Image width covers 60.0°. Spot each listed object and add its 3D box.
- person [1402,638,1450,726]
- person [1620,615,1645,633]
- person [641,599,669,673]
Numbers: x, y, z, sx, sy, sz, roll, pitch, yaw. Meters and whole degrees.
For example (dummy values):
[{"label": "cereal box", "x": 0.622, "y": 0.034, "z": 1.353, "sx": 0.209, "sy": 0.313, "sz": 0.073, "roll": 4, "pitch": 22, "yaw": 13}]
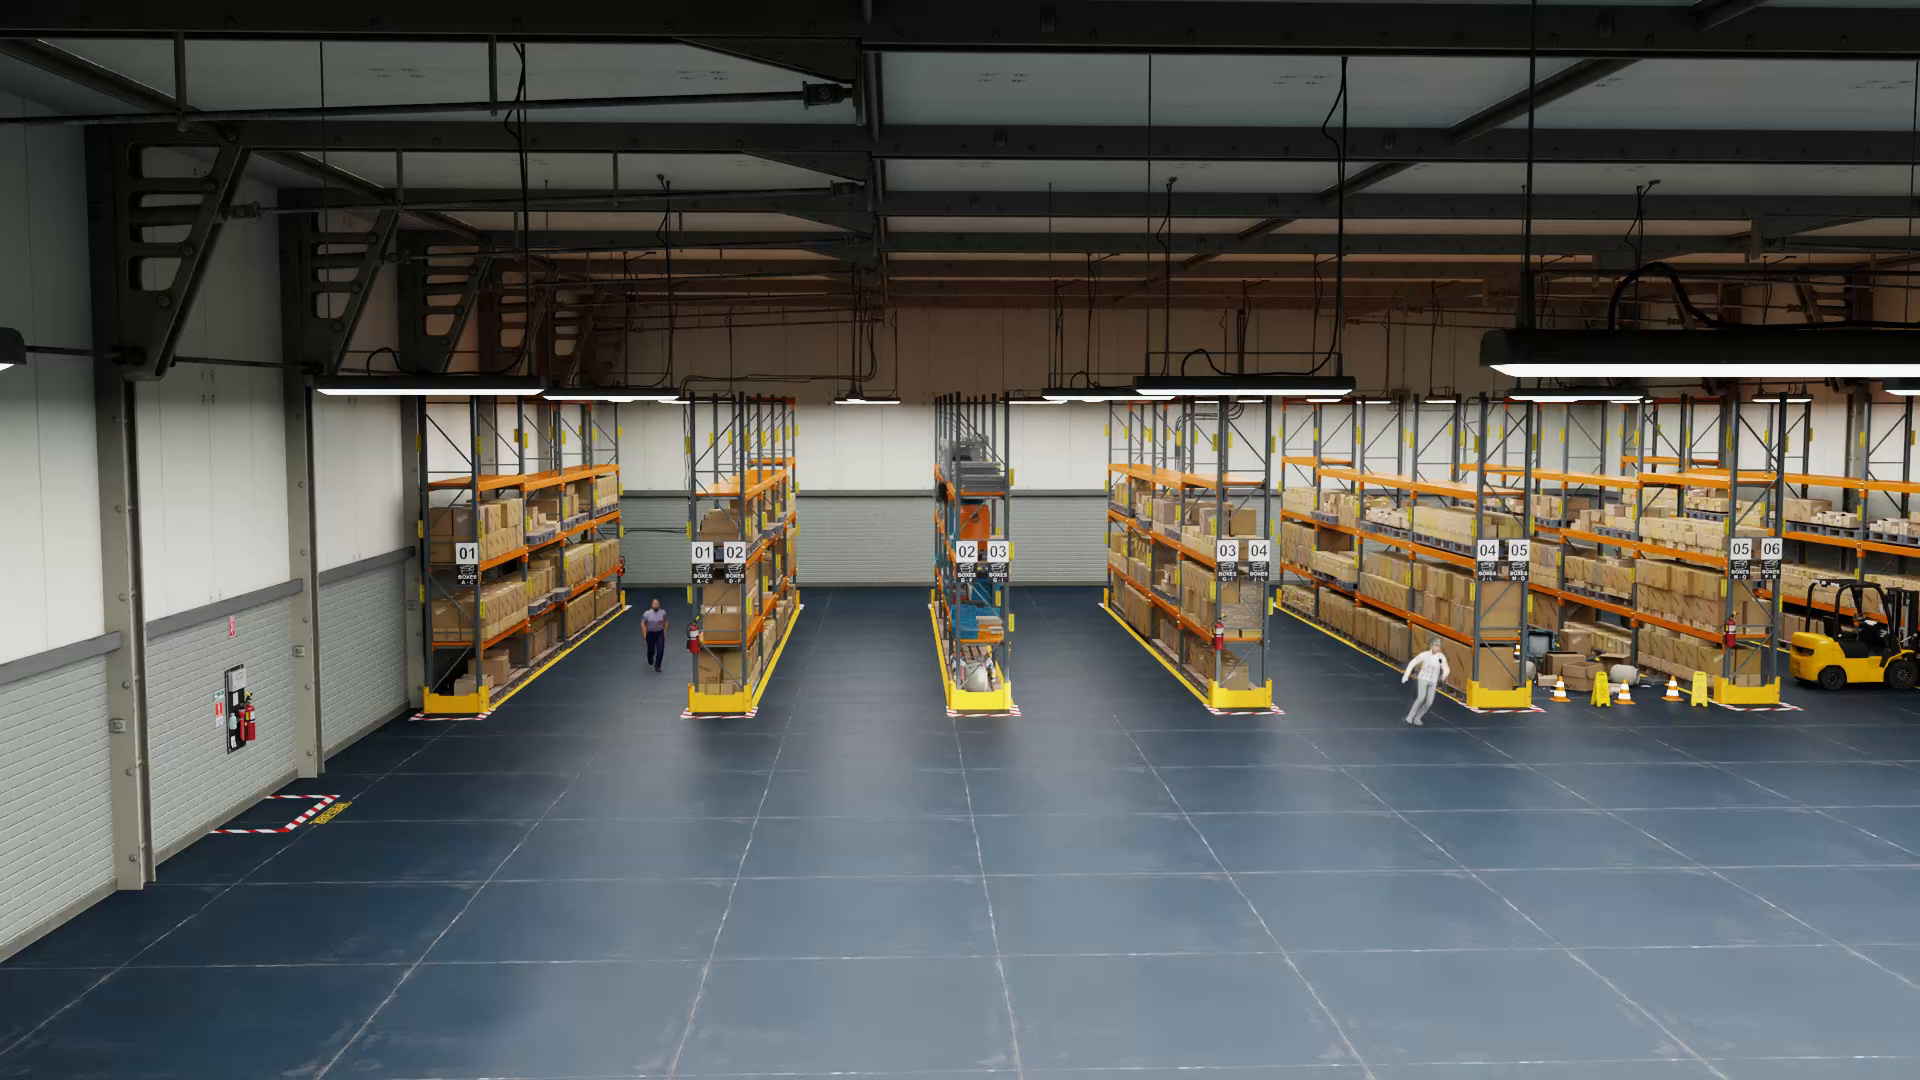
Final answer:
[{"label": "person", "x": 8.426, "y": 2.559, "z": 29.869, "sx": 0.789, "sy": 1.604, "sz": 0.575, "roll": -1, "pitch": 5, "yaw": -11}, {"label": "person", "x": 16.685, "y": 1.557, "z": 41.214, "sx": 0.694, "sy": 1.742, "sz": 0.950, "roll": -1, "pitch": 5, "yaw": -14}, {"label": "person", "x": -6.590, "y": 2.055, "z": 35.976, "sx": 0.593, "sy": 1.591, "sz": 0.579, "roll": -1, "pitch": 5, "yaw": -15}]
